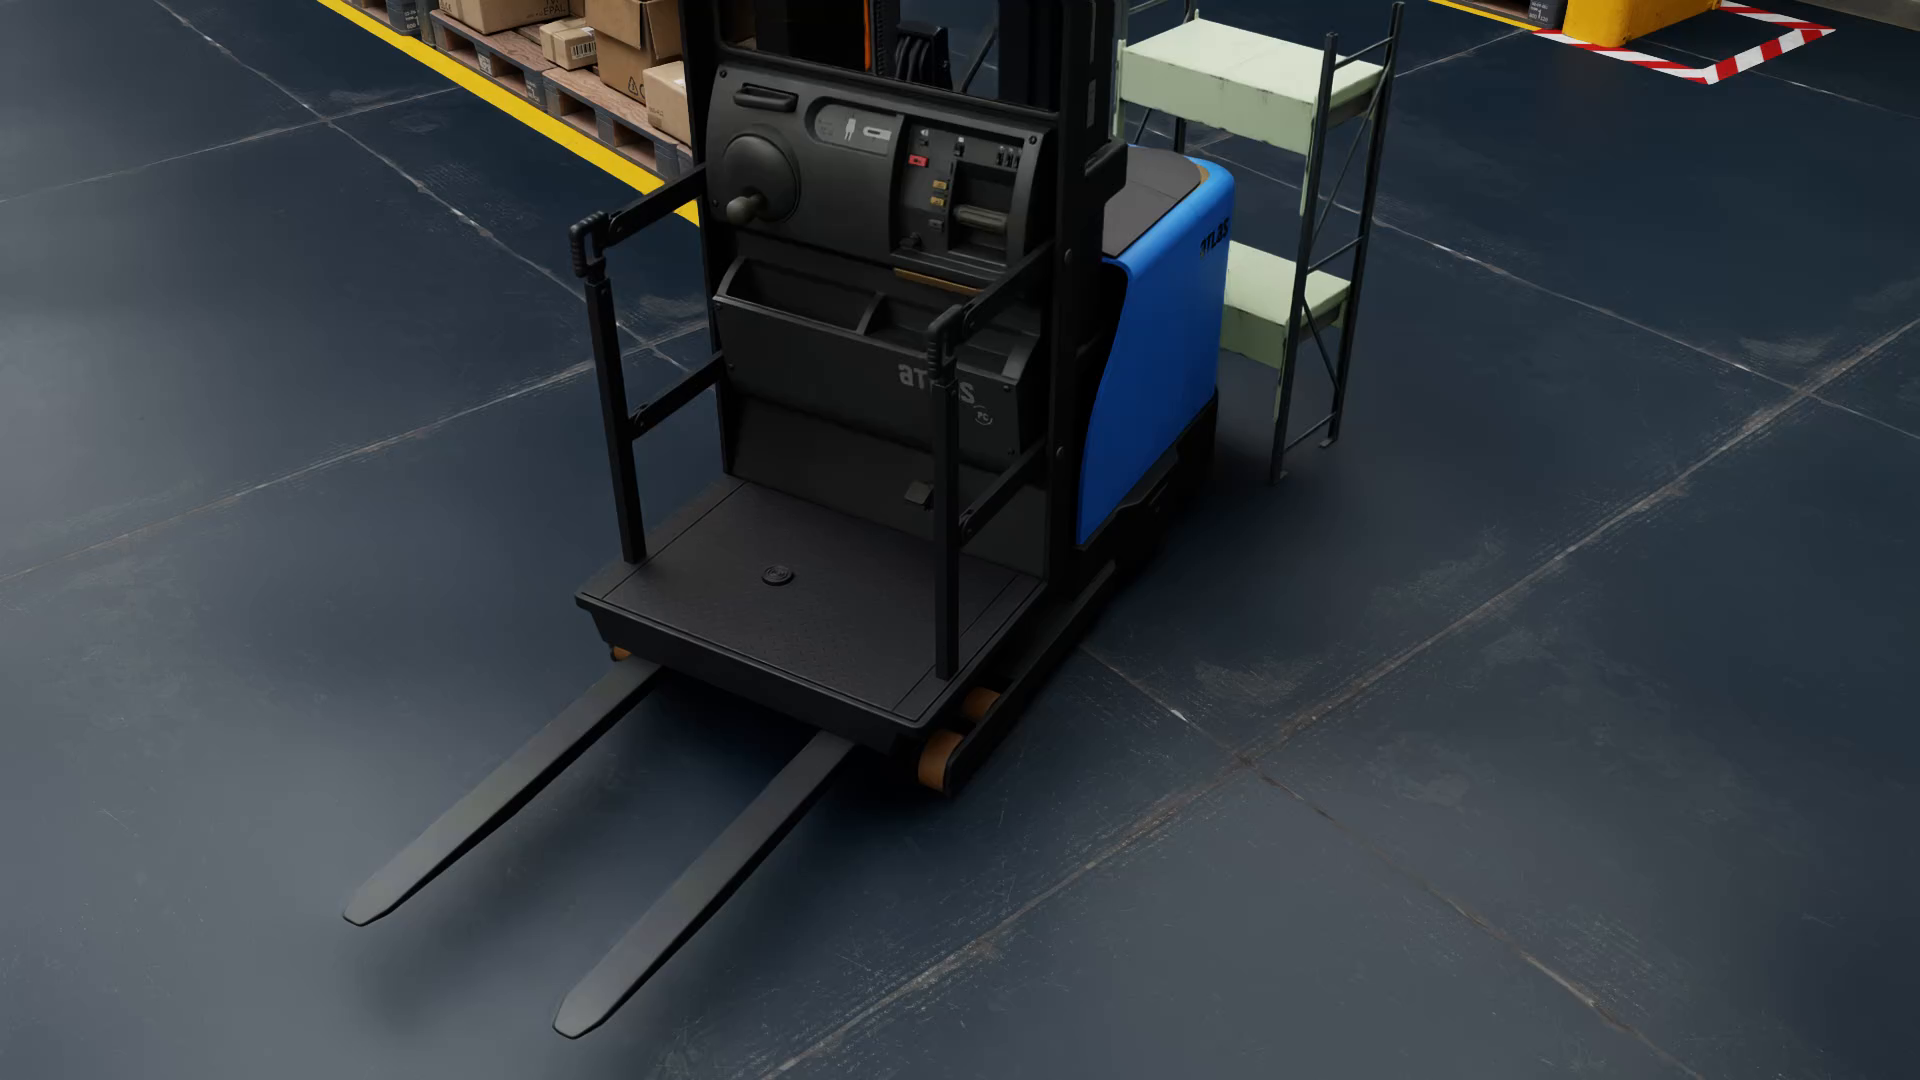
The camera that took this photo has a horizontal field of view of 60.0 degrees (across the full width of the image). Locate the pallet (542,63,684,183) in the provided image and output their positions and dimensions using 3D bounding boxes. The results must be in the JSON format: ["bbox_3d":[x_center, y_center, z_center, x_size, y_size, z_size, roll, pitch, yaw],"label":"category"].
[{"bbox_3d":[-1.280,-2.119,8.059,1.003,0.211,1.213,-26,43,-32],"label":"pallet"}]

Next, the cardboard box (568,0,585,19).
[{"bbox_3d":[-1.930,-3.113,8.832,0.500,0.500,0.500,-26,43,-32],"label":"cardboard box"}]

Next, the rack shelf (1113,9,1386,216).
[{"bbox_3d":[0.893,-1.343,5.172,0.720,0.370,0.431,28,44,33],"label":"rack shelf"}]

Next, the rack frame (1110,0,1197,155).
[{"bbox_3d":[0.621,-1.166,5.598,0.023,1.500,0.400,28,44,33],"label":"rack frame"}]

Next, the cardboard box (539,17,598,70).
[{"bbox_3d":[-1.843,-2.479,8.225,0.380,0.166,0.250,-26,43,-32],"label":"cardboard box"}]

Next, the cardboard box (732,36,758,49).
[{"bbox_3d":[-0.713,-2.178,7.729,0.500,0.250,0.500,-26,43,-32],"label":"cardboard box"}]

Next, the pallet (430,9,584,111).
[{"bbox_3d":[-2.072,-2.658,8.820,1.003,0.211,1.213,-26,43,-32],"label":"pallet"}]

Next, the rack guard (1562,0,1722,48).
[{"bbox_3d":[3.864,-3.152,9.268,1.175,0.500,0.348,-26,43,-32],"label":"rack guard"}]

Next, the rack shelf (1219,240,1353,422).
[{"bbox_3d":[0.893,-0.758,5.586,0.720,0.370,0.431,28,44,33],"label":"rack shelf"}]

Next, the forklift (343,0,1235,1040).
[{"bbox_3d":[-0.330,-0.843,3.905,1.130,2.935,3.031,18,39,24],"label":"forklift"}]

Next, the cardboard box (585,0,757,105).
[{"bbox_3d":[-1.298,-2.433,7.869,0.797,0.503,0.637,-26,43,-32],"label":"cardboard box"}]

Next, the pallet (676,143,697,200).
[{"bbox_3d":[-0.497,-1.580,7.299,1.003,0.211,1.213,-26,43,-32],"label":"pallet"}]

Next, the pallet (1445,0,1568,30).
[{"bbox_3d":[3.273,-3.368,9.824,1.003,0.211,1.213,-26,43,-32],"label":"pallet"}]

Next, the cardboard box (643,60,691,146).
[{"bbox_3d":[-1.062,-1.970,7.434,0.500,0.250,0.500,-26,43,-32],"label":"cardboard box"}]

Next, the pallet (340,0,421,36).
[{"bbox_3d":[-3.068,-3.306,9.736,1.003,0.211,1.213,-26,43,-32],"label":"pallet"}]

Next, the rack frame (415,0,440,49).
[{"bbox_3d":[-2.514,-4.099,8.443,1.000,3.000,0.127,-26,43,-32],"label":"rack frame"}]

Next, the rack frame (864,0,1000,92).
[{"bbox_3d":[0.067,-2.333,5.949,1.000,3.000,0.127,-26,43,-32],"label":"rack frame"}]

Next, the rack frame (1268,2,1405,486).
[{"bbox_3d":[1.165,-0.882,5.197,0.023,1.500,0.400,28,44,33],"label":"rack frame"}]

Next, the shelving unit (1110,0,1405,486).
[{"bbox_3d":[0.893,-1.024,5.398,0.755,1.500,0.431,28,44,33],"label":"shelving unit"}]

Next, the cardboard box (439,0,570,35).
[{"bbox_3d":[-2.409,-2.916,8.717,0.500,0.311,0.500,-26,43,-32],"label":"cardboard box"}]

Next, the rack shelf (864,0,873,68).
[{"bbox_3d":[-1.224,-2.923,7.404,1.077,0.370,4.000,-26,43,-32],"label":"rack shelf"}]
